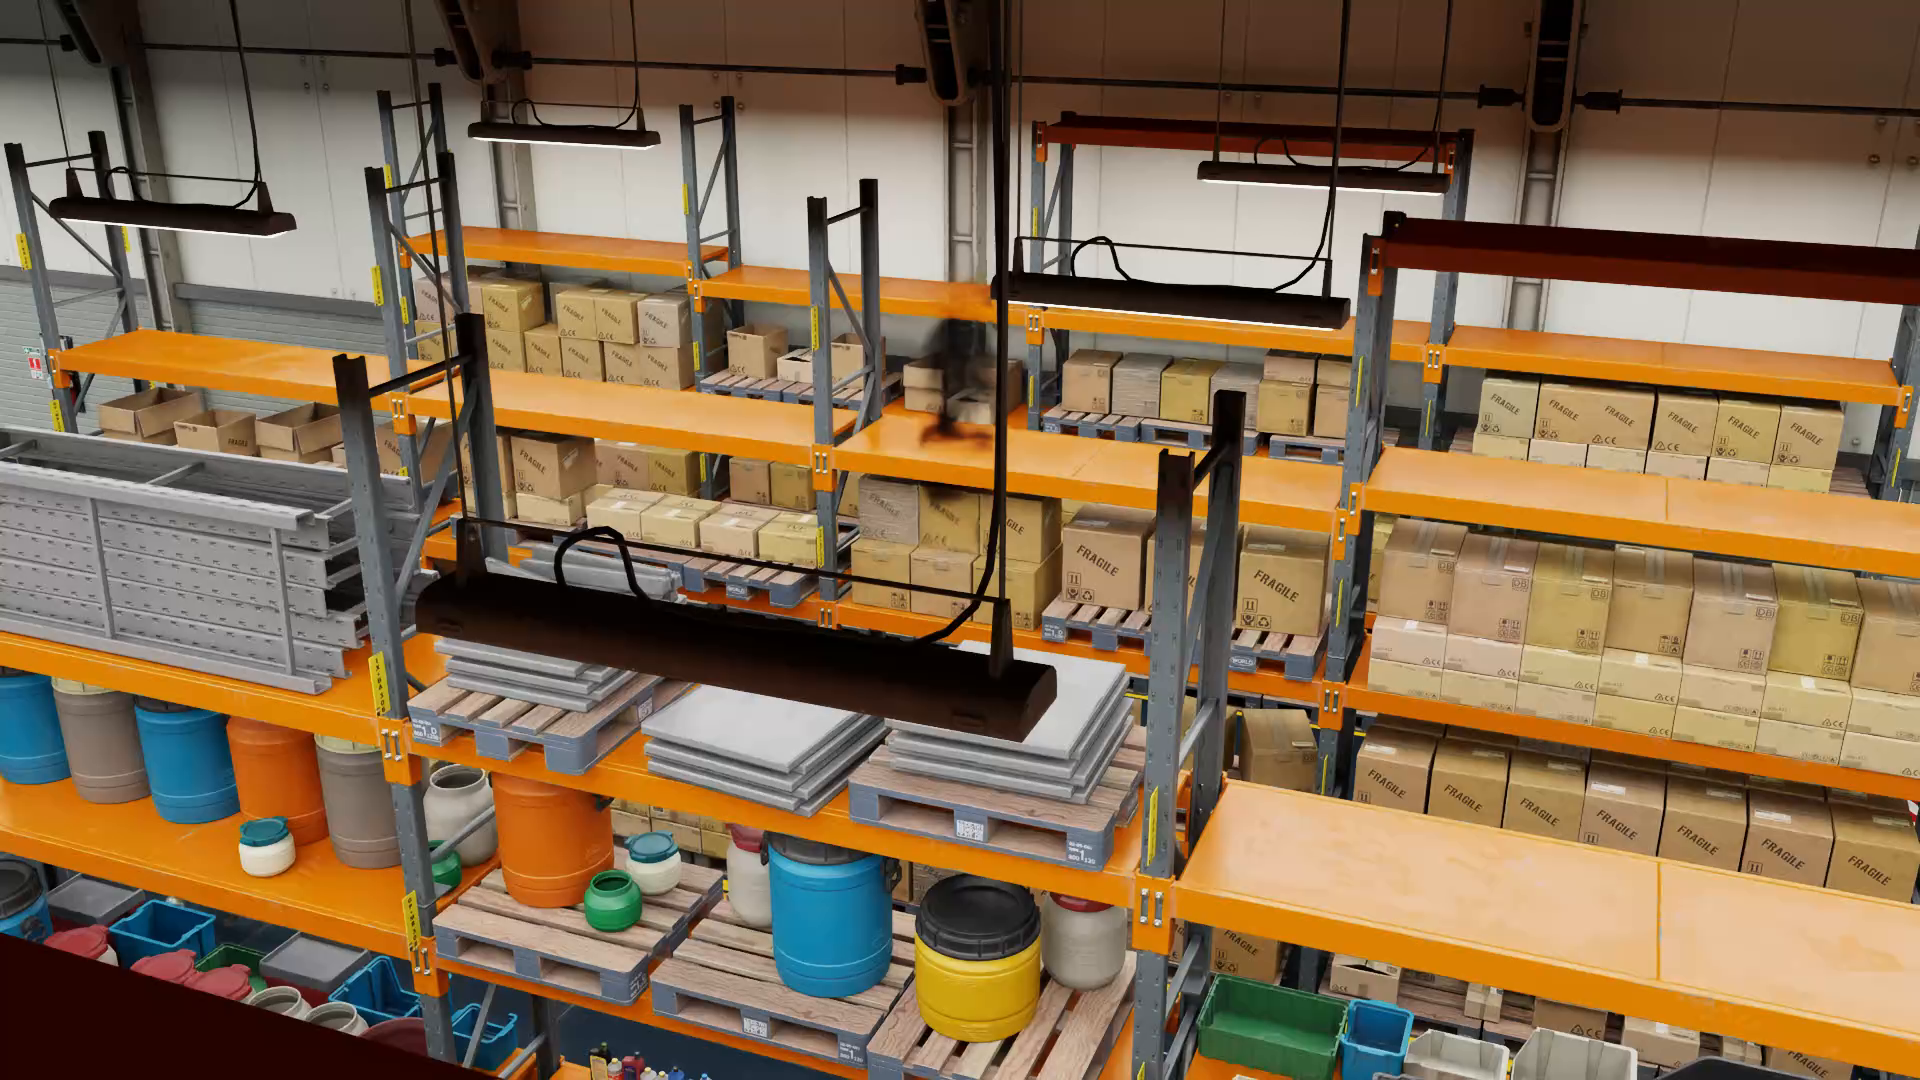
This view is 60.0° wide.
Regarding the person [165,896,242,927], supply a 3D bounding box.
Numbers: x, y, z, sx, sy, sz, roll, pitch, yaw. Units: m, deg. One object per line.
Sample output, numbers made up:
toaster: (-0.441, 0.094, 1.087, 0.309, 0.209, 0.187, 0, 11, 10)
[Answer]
person: (-6.324, 2.492, 13.586, 1.040, 1.711, 0.562, 5, 21, 14)
